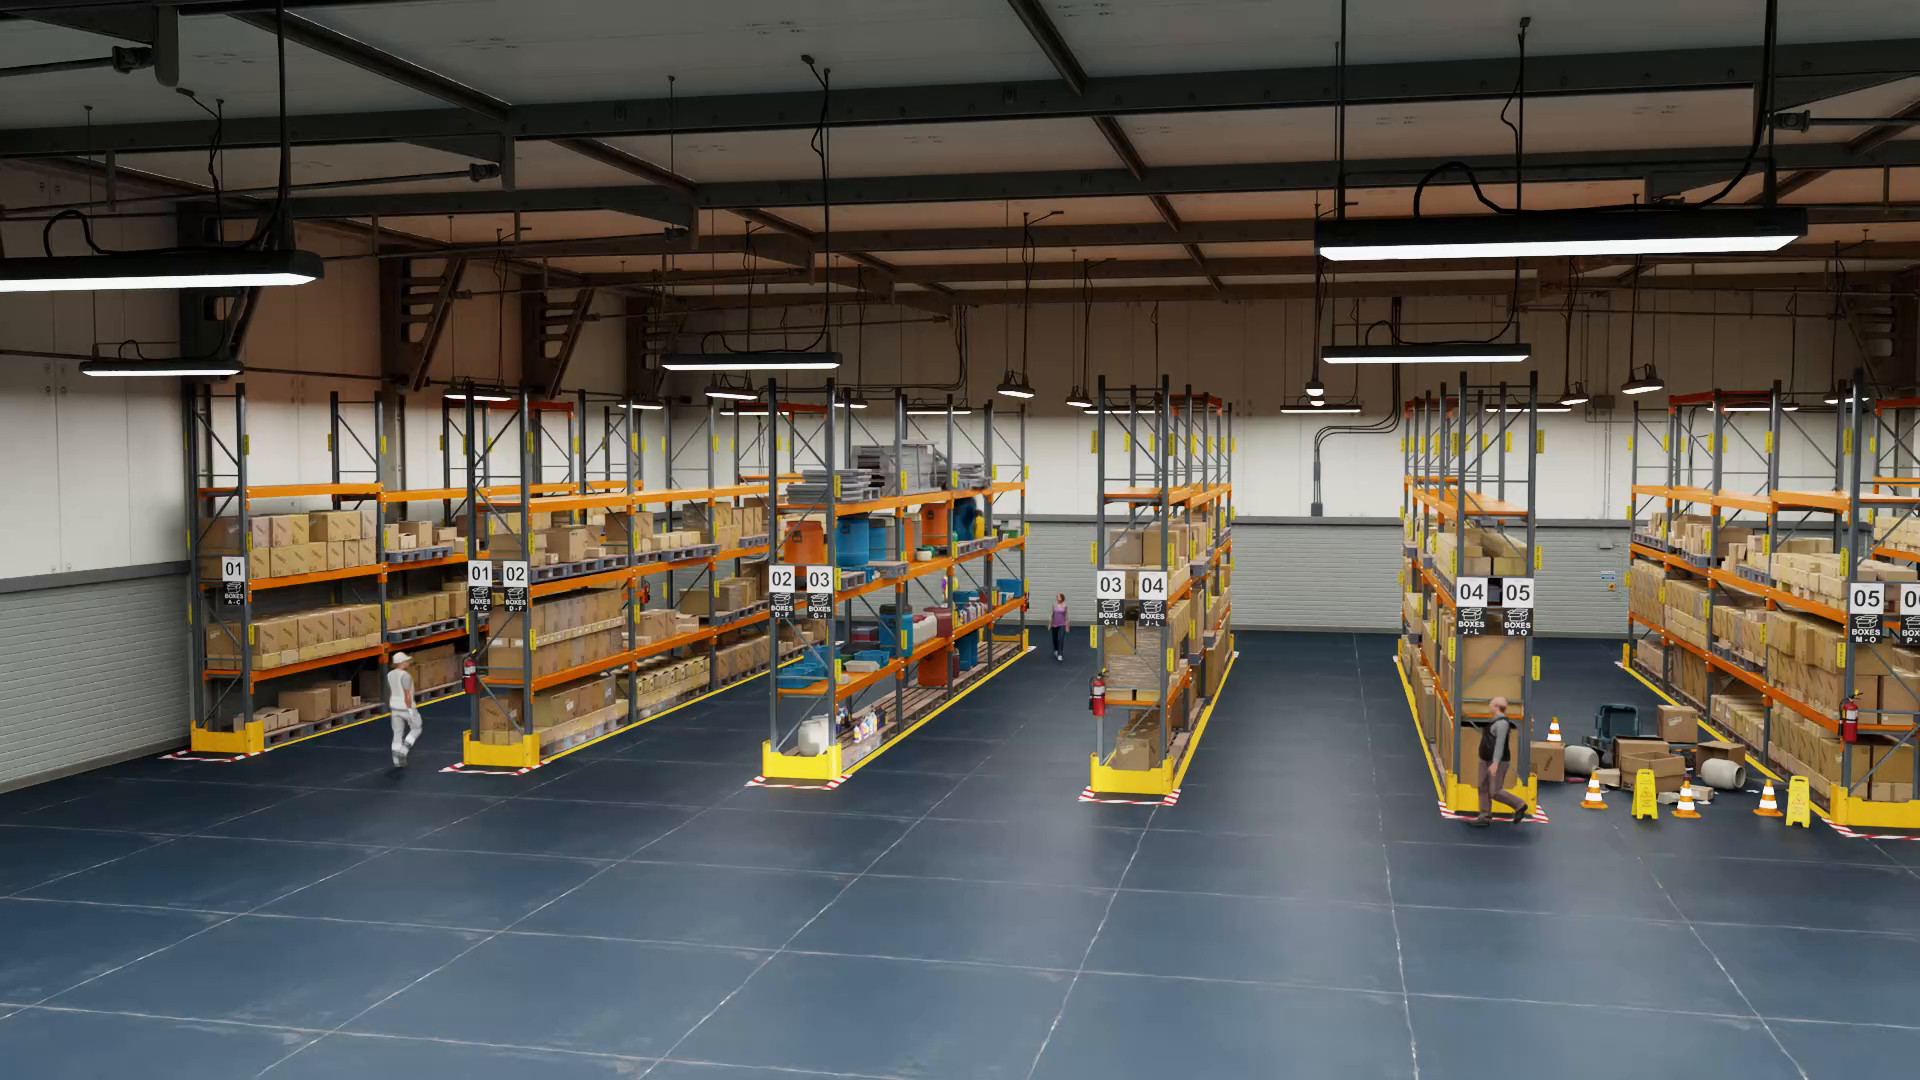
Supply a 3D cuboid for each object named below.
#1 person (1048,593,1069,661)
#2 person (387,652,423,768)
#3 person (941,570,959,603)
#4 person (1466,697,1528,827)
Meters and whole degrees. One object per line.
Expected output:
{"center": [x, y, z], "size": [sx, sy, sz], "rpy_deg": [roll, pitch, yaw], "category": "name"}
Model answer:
{"center": [2.306, 2.004, 38.775], "size": [0.478, 1.547, 0.823], "rpy_deg": [0, 3, 6], "category": "person"}
{"center": [-8.625, 2.621, 25.786], "size": [0.538, 1.788, 0.462], "rpy_deg": [1, 3, 15], "category": "person"}
{"center": [-0.260, 1.582, 44.977], "size": [1.042, 1.723, 0.673], "rpy_deg": [2, 4, 30], "category": "person"}
{"center": [7.019, 2.901, 21.708], "size": [0.715, 1.712, 0.511], "rpy_deg": [-1, 3, -12], "category": "person"}
